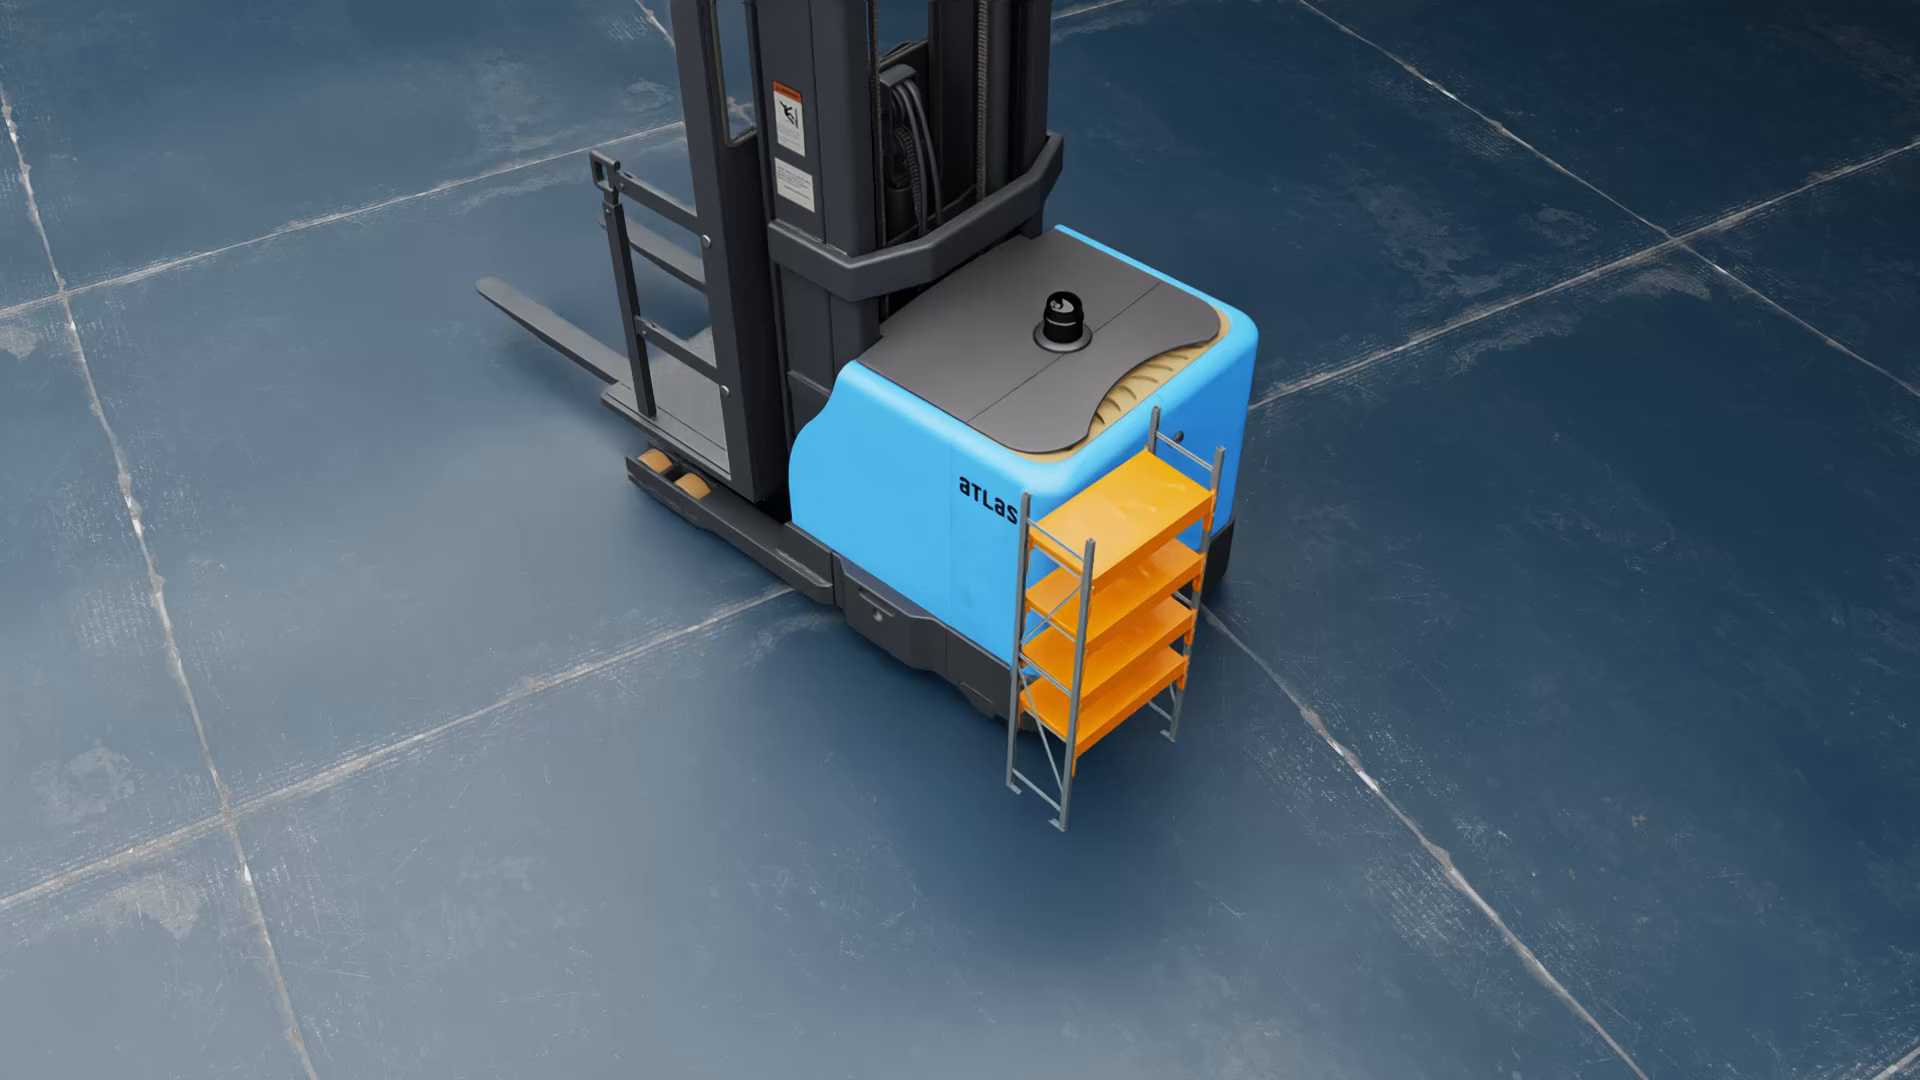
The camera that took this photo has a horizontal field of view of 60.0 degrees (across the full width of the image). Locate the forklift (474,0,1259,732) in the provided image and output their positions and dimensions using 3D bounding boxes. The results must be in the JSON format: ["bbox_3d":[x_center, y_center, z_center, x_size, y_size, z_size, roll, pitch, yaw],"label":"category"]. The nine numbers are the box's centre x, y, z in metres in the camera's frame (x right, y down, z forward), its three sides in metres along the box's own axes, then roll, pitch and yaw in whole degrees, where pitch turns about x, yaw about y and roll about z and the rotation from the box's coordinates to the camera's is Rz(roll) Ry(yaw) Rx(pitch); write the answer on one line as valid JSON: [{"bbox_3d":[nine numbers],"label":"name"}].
[{"bbox_3d":[-0.539,-1.361,5.048,3.031,2.935,1.130,32,52,29],"label":"forklift"}]

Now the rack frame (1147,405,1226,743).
[{"bbox_3d":[0.586,0.133,4.748,0.015,1.200,0.240,-34,54,-30],"label":"rack frame"}]

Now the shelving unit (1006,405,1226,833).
[{"bbox_3d":[0.410,0.250,4.627,0.503,1.200,0.258,-34,54,-30],"label":"shelving unit"}]

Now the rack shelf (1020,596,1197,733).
[{"bbox_3d":[0.409,0.298,4.675,0.480,0.148,0.258,-34,54,-30],"label":"rack shelf"}]

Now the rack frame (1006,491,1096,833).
[{"bbox_3d":[0.233,0.367,4.506,0.015,1.200,0.240,-34,54,-30],"label":"rack frame"}]

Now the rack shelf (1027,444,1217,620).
[{"bbox_3d":[0.415,-0.028,4.350,0.480,0.148,0.258,-34,54,-30],"label":"rack shelf"}]

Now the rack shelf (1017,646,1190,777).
[{"bbox_3d":[0.406,0.438,4.815,0.480,0.148,0.258,-34,54,-30],"label":"rack shelf"}]

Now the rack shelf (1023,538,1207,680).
[{"bbox_3d":[0.412,0.139,4.517,0.480,0.148,0.258,-34,54,-30],"label":"rack shelf"}]
